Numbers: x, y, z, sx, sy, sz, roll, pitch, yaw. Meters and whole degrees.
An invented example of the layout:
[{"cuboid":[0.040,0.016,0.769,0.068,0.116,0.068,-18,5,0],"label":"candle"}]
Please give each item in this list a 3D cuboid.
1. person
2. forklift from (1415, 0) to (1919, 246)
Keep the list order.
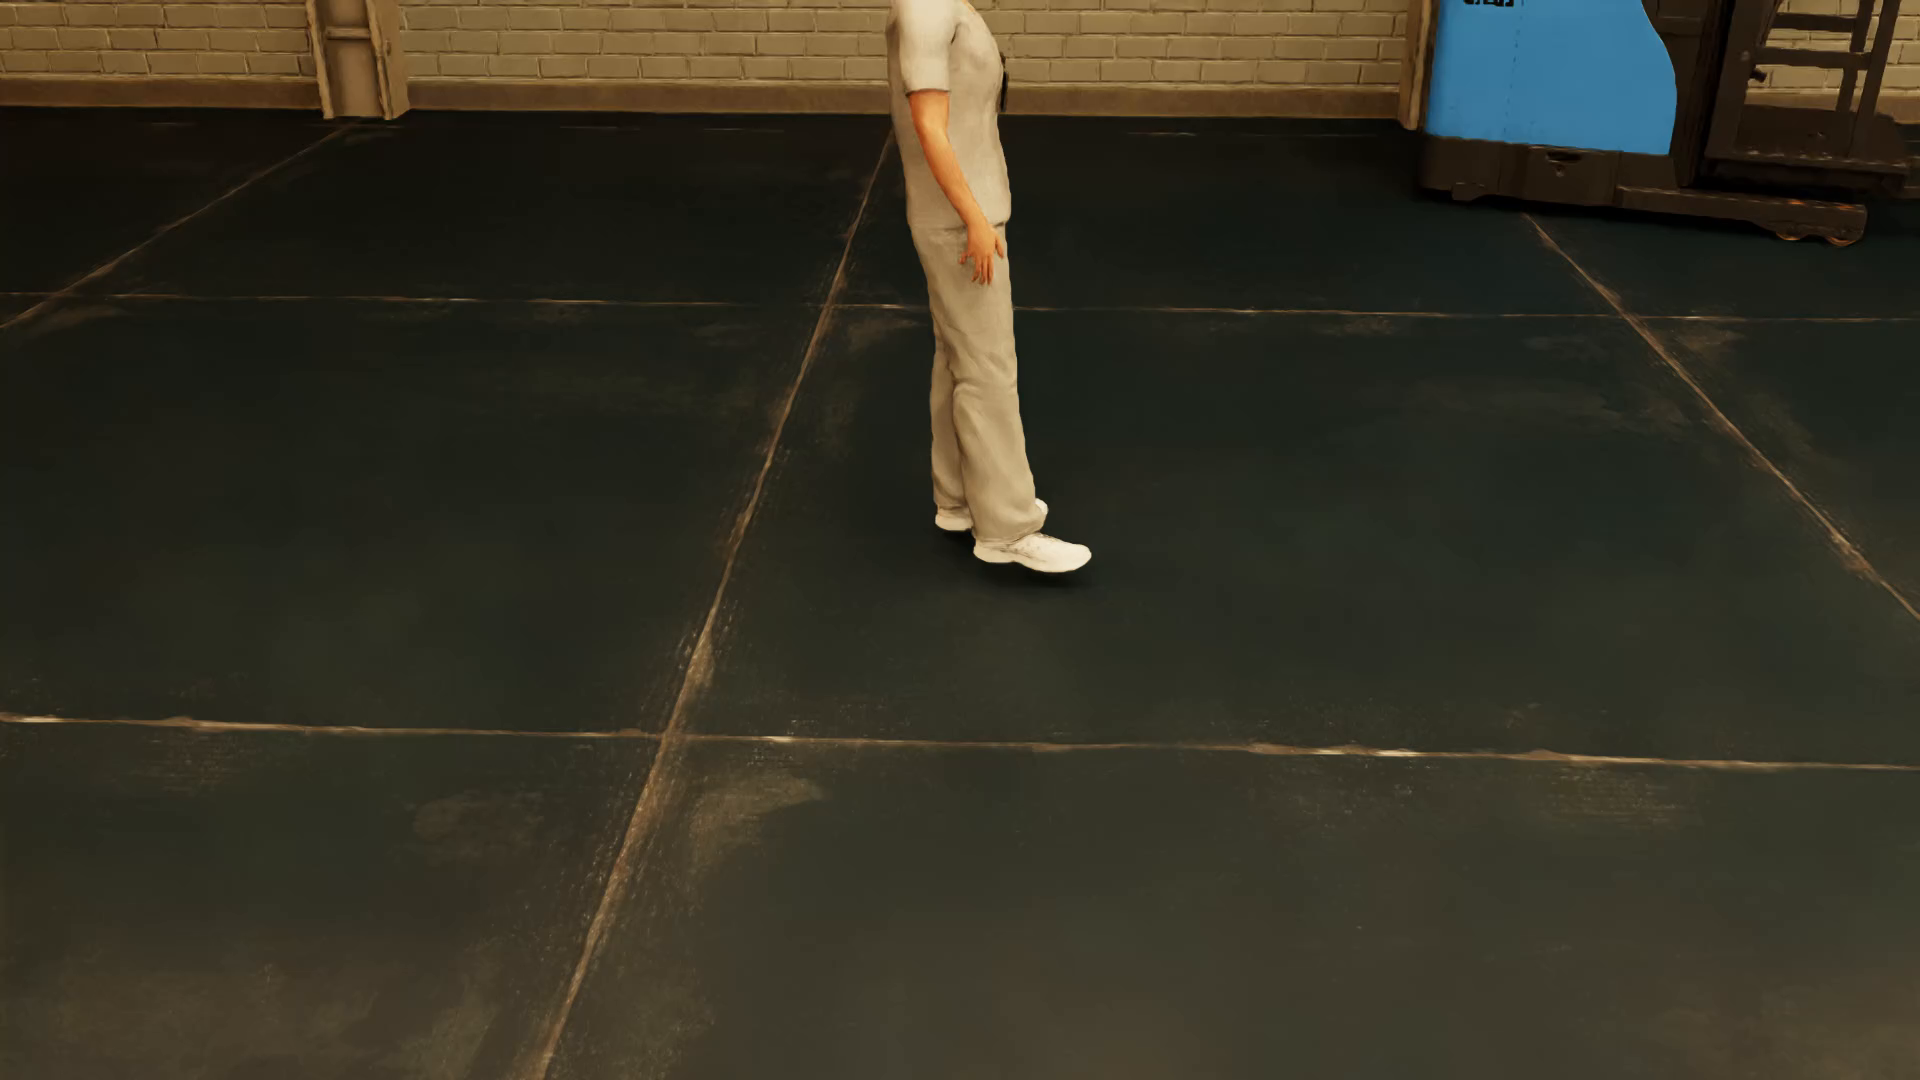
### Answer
[{"cuboid":[0.072,-0.786,4.115,0.549,1.673,0.550,1,26,2],"label":"person"},{"cuboid":[3.677,-2.830,6.946,3.031,2.935,1.130,10,28,20],"label":"forklift"}]
